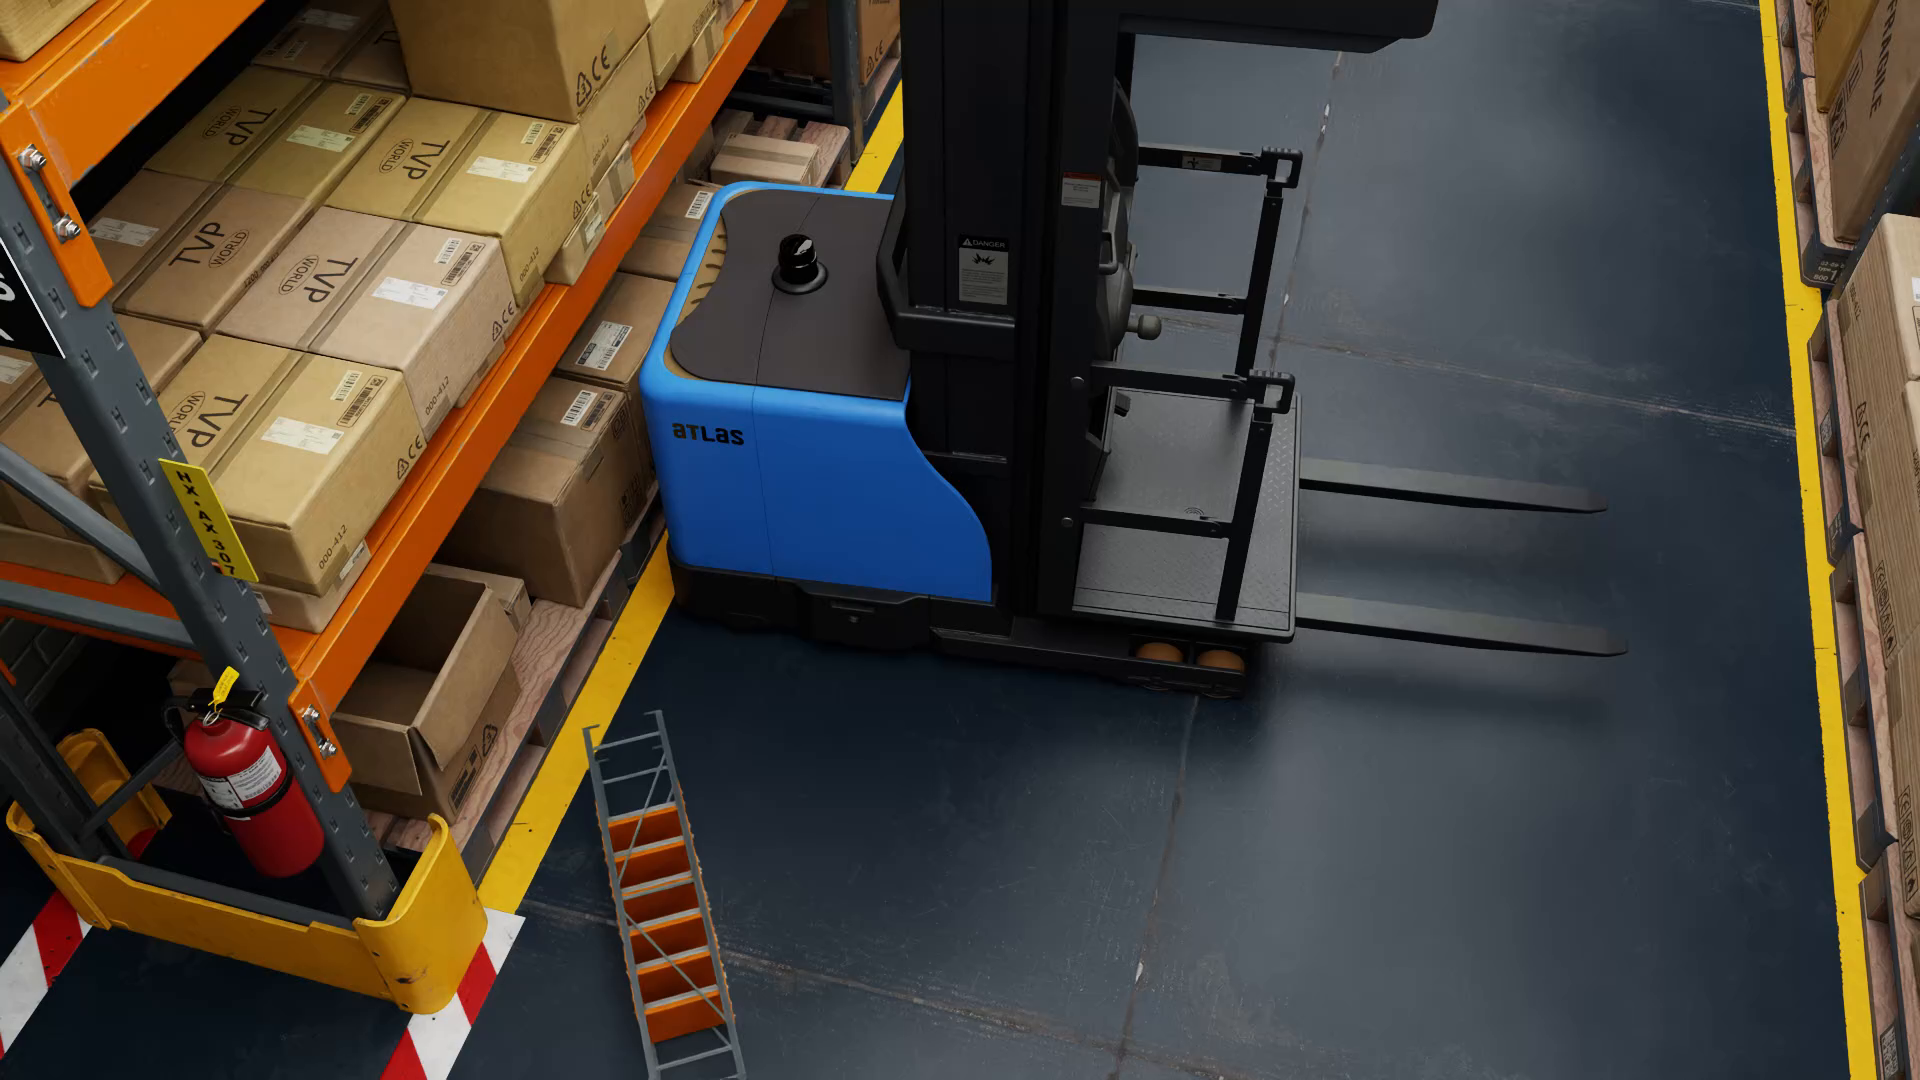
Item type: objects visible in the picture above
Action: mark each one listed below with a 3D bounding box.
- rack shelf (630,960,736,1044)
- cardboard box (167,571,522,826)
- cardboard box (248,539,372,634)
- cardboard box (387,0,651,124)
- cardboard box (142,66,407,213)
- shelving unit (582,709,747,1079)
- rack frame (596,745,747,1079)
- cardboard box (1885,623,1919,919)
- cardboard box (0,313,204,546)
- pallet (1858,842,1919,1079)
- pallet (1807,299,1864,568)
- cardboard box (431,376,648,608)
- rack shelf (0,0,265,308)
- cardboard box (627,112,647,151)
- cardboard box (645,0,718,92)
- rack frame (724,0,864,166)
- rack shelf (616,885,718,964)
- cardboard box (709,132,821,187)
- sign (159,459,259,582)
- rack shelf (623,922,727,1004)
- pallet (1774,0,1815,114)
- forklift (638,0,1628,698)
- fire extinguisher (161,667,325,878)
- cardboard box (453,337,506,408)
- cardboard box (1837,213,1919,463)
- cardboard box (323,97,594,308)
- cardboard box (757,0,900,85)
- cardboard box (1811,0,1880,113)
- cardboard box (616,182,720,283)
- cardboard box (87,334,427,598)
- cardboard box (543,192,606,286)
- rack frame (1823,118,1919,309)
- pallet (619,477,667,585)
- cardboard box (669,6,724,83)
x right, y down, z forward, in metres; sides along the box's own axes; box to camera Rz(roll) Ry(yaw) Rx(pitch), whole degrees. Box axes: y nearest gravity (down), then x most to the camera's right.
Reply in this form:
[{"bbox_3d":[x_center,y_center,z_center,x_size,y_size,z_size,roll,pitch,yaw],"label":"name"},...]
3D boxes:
[{"bbox_3d":[-0.750,1.260,4.510,0.258,0.180,0.103,-13,50,-11],"label":"rack shelf"},{"bbox_3d":[-1.717,0.409,4.773,0.797,0.503,0.637,10,49,9],"label":"cardboard box"},{"bbox_3d":[-1.618,0.045,3.877,0.380,0.149,0.250,11,50,10],"label":"cardboard box"},{"bbox_3d":[-1.196,-1.511,4.485,0.500,0.500,0.500,13,50,11],"label":"cardboard box"},{"bbox_3d":[-1.833,-1.018,4.550,0.500,0.250,0.500,13,50,11],"label":"cardboard box"},{"bbox_3d":[-0.843,1.032,4.708,0.258,0.189,1.200,-13,50,-11],"label":"shelving unit"},{"bbox_3d":[-0.843,1.092,4.777,0.240,0.006,1.200,-13,50,-11],"label":"rack frame"},{"bbox_3d":[3.130,0.671,4.586,0.875,0.438,0.875,13,50,11],"label":"cardboard box"},{"bbox_3d":[-2.104,-0.288,3.905,0.500,0.250,0.500,13,50,11],"label":"cardboard box"},{"bbox_3d":[2.955,1.451,4.328,1.003,0.211,1.213,12,50,10],"label":"pallet"},{"bbox_3d":[3.597,-0.313,5.886,1.003,0.211,1.213,12,50,10],"label":"pallet"},{"bbox_3d":[-1.455,-0.200,5.313,0.700,0.500,0.500,13,50,12],"label":"cardboard box"},{"bbox_3d":[-1.443,-2.055,4.043,1.077,0.370,4.000,12,50,10],"label":"rack shelf"},{"bbox_3d":[-1.180,-1.271,5.039,0.380,0.149,0.250,11,50,10],"label":"cardboard box"},{"bbox_3d":[-1.077,-1.656,5.113,0.500,0.250,0.500,11,50,10],"label":"cardboard box"},{"bbox_3d":[-0.917,-2.748,6.174,1.000,3.000,0.127,12,50,10],"label":"rack frame"},{"bbox_3d":[-0.821,1.087,4.661,0.258,0.180,0.103,-13,50,-11],"label":"rack shelf"},{"bbox_3d":[-0.780,-1.482,6.679,0.380,0.149,0.250,10,49,9],"label":"cardboard box"},{"bbox_3d":[-1.446,-0.034,3.202,0.100,0.325,0.005,12,50,10],"label":"sign"},{"bbox_3d":[-0.785,1.173,4.585,0.258,0.180,0.103,-13,50,-11],"label":"rack shelf"},{"bbox_3d":[4.322,-2.306,7.645,1.003,0.211,1.213,12,50,10],"label":"pallet"},{"bbox_3d":[0.622,-0.897,4.586,3.031,2.935,1.130,7,49,6],"label":"forklift"},{"bbox_3d":[-1.562,0.492,3.615,0.296,0.674,0.183,12,50,10],"label":"fire extinguisher"},{"bbox_3d":[-1.435,-0.516,4.372,0.380,0.149,0.250,13,50,11],"label":"cardboard box"},{"bbox_3d":[3.604,-0.629,5.733,0.875,0.438,0.875,11,49,9],"label":"cardboard box"},{"bbox_3d":[-1.327,-0.910,4.454,0.500,0.250,0.500,11,49,9],"label":"cardboard box"},{"bbox_3d":[-0.572,-2.365,7.224,0.500,0.500,0.500,14,50,12],"label":"cardboard box"},{"bbox_3d":[4.189,-2.326,6.939,0.875,0.875,0.875,13,50,11],"label":"cardboard box"},{"bbox_3d":[-1.181,-0.951,5.976,0.700,0.500,0.500,10,49,9],"label":"cardboard box"},{"bbox_3d":[-1.590,-0.178,3.808,0.500,0.250,0.500,12,50,10],"label":"cardboard box"},{"bbox_3d":[-1.231,-0.877,4.691,0.380,0.149,0.250,10,49,9],"label":"cardboard box"},{"bbox_3d":[3.873,-1.771,5.312,1.000,3.000,0.127,12,50,10],"label":"rack frame"},{"bbox_3d":[-1.418,-0.443,6.000,1.003,0.211,1.213,12,50,10],"label":"pallet"},{"bbox_3d":[-0.985,-1.624,5.350,0.380,0.149,0.250,11,49,9],"label":"cardboard box"}]
